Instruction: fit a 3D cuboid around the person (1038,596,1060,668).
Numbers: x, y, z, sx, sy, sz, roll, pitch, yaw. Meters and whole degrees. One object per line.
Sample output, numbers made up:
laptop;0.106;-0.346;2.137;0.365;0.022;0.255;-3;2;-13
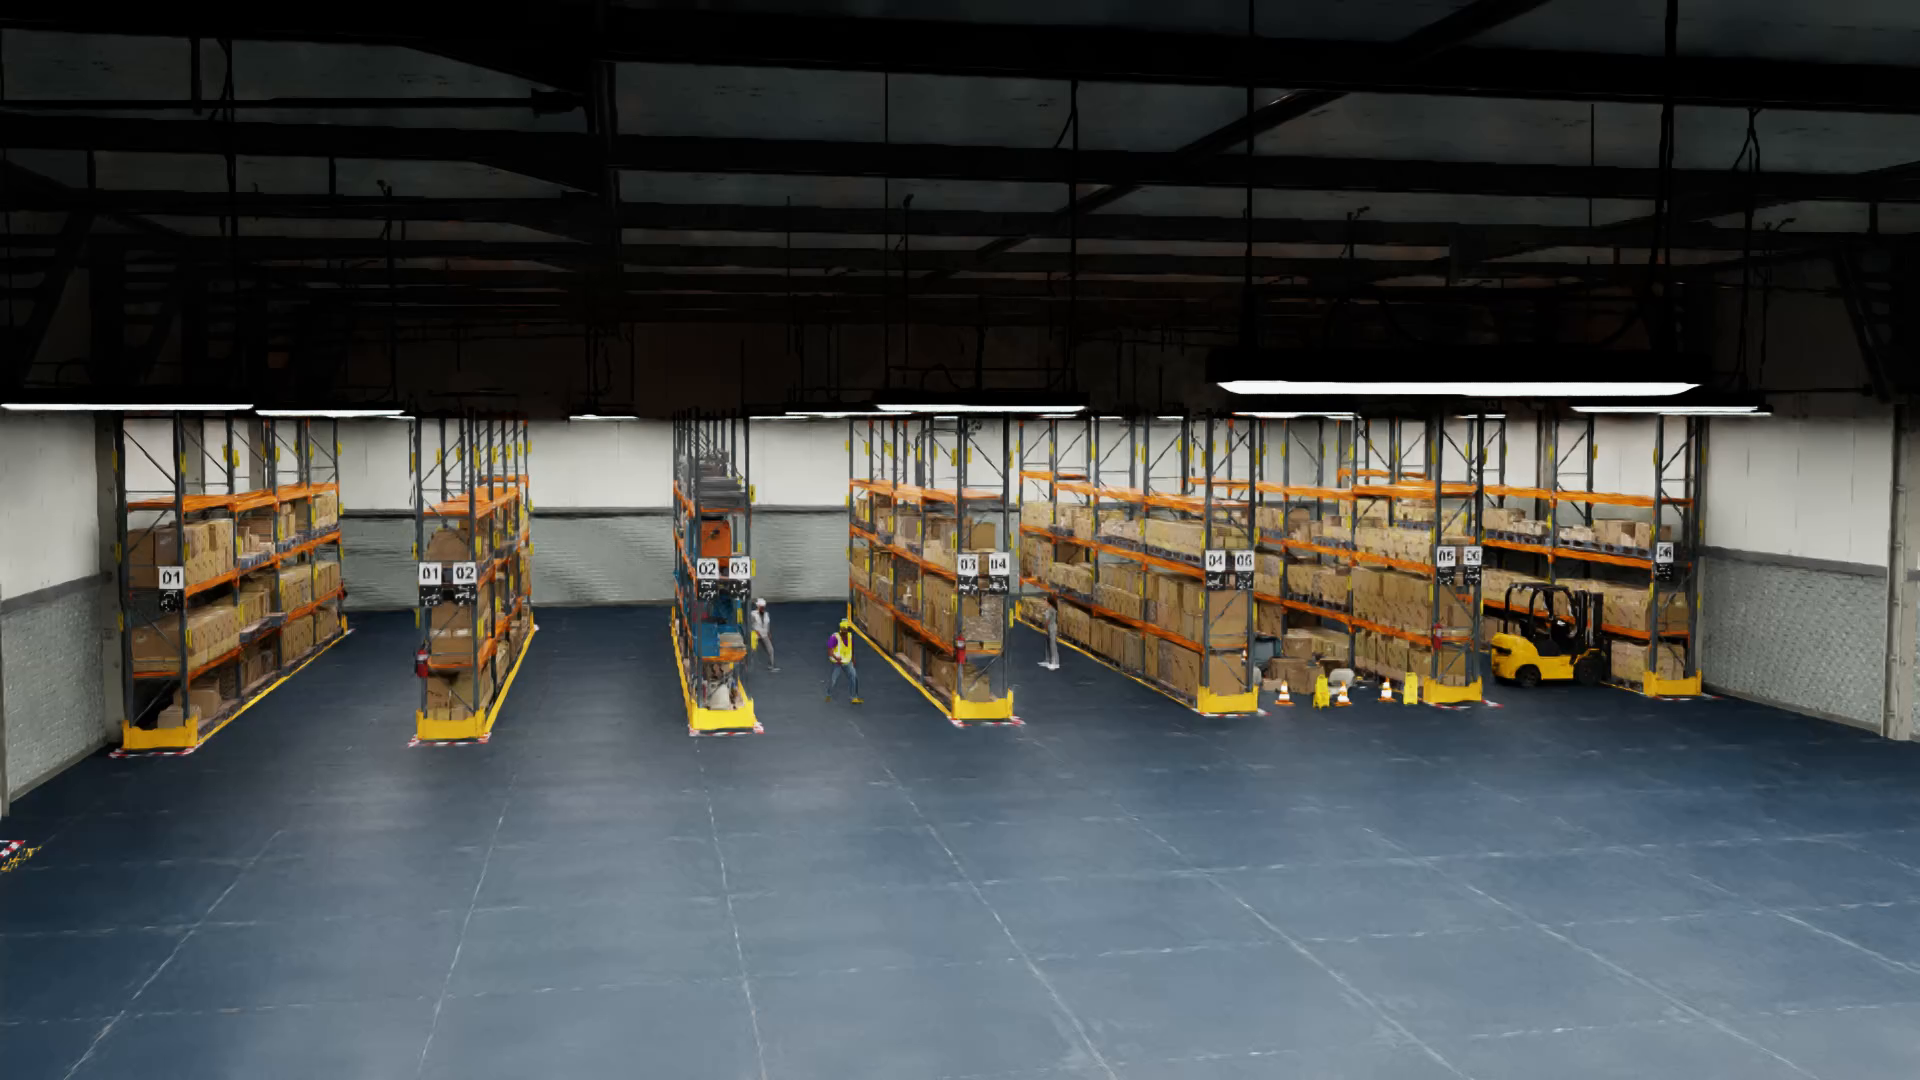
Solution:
person;2.079;2.121;38.696;0.564;1.665;0.537;1;4;16

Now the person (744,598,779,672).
person;-4.576;2.165;37.954;0.683;1.713;0.837;-2;5;-27

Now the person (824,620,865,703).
person;-2.415;2.462;33.848;0.708;1.703;0.843;-2;5;-28
